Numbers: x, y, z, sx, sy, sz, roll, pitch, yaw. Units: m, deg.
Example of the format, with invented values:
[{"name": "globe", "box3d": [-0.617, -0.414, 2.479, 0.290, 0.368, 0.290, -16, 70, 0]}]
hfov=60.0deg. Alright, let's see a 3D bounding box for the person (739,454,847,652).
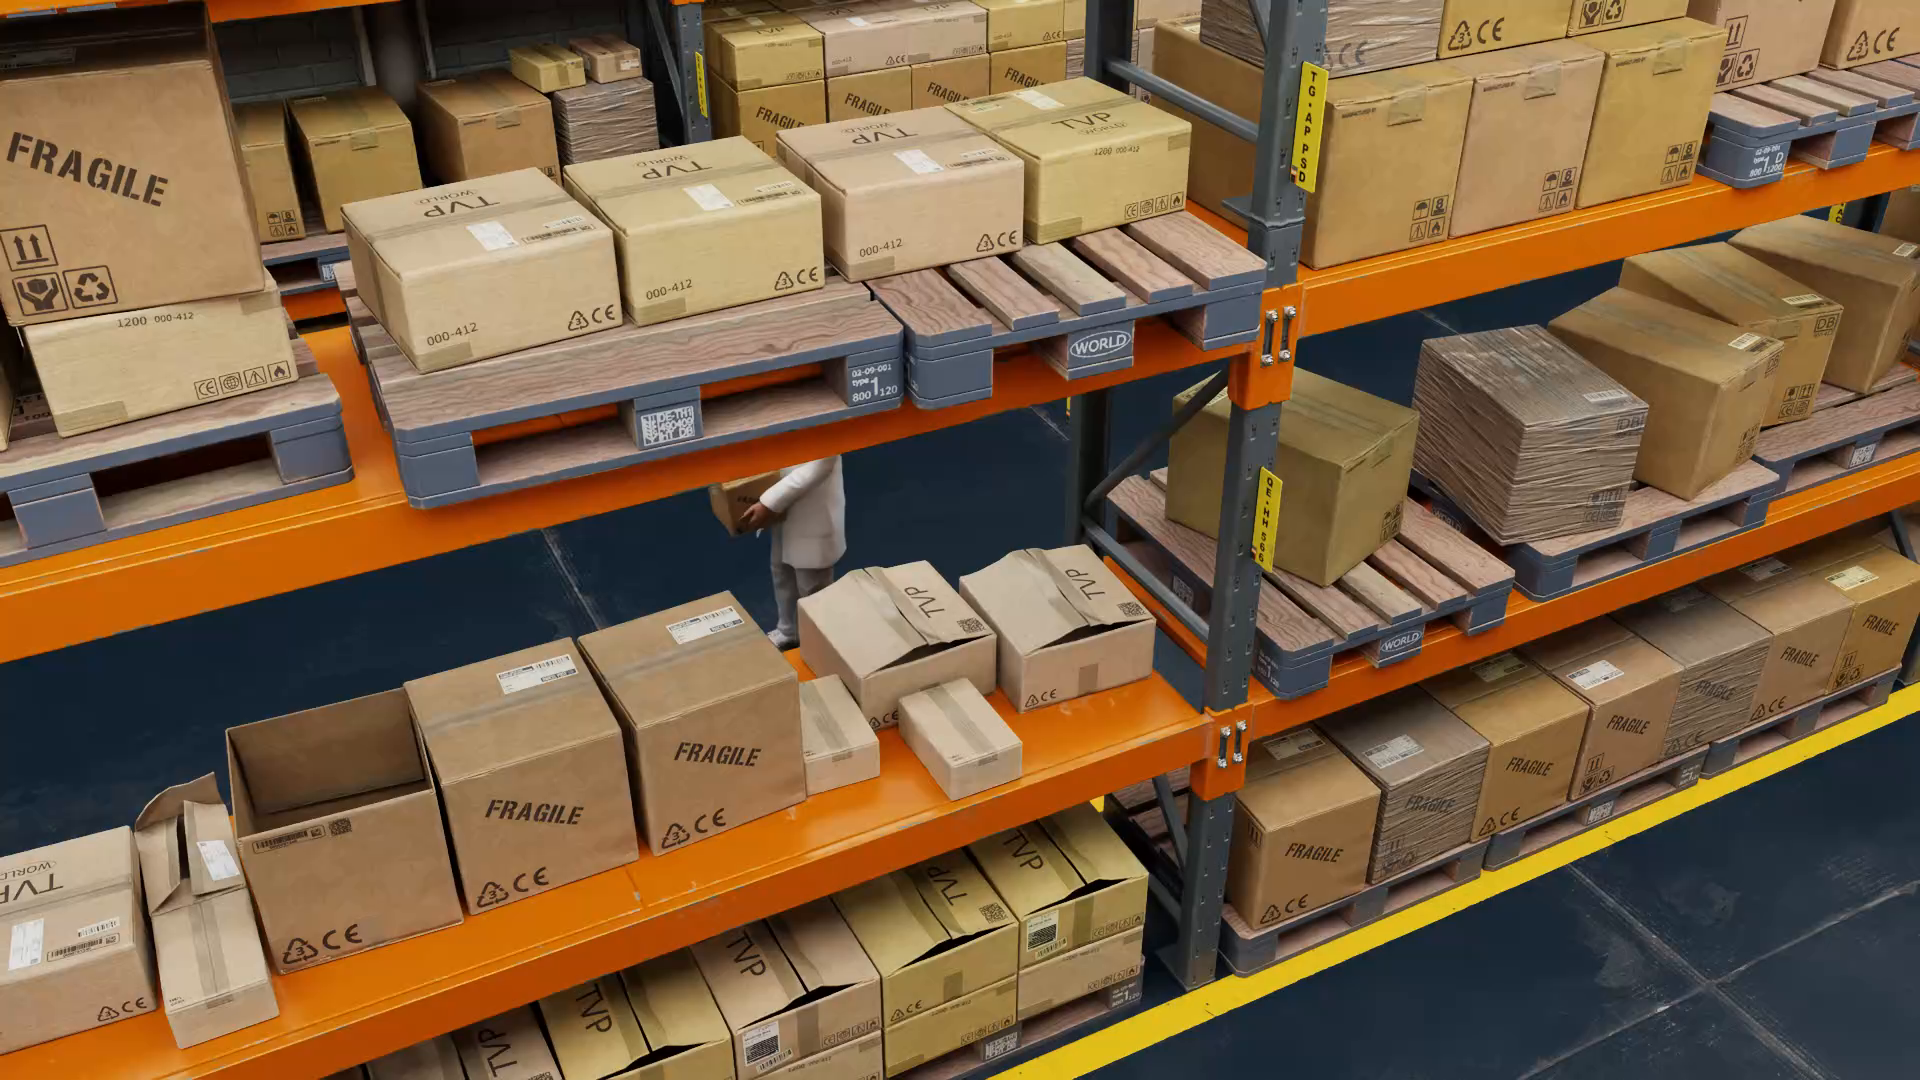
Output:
[{"name": "person", "box3d": [-0.765, -0.150, 7.383, 0.550, 1.779, 0.543, -16, 36, -23]}]
